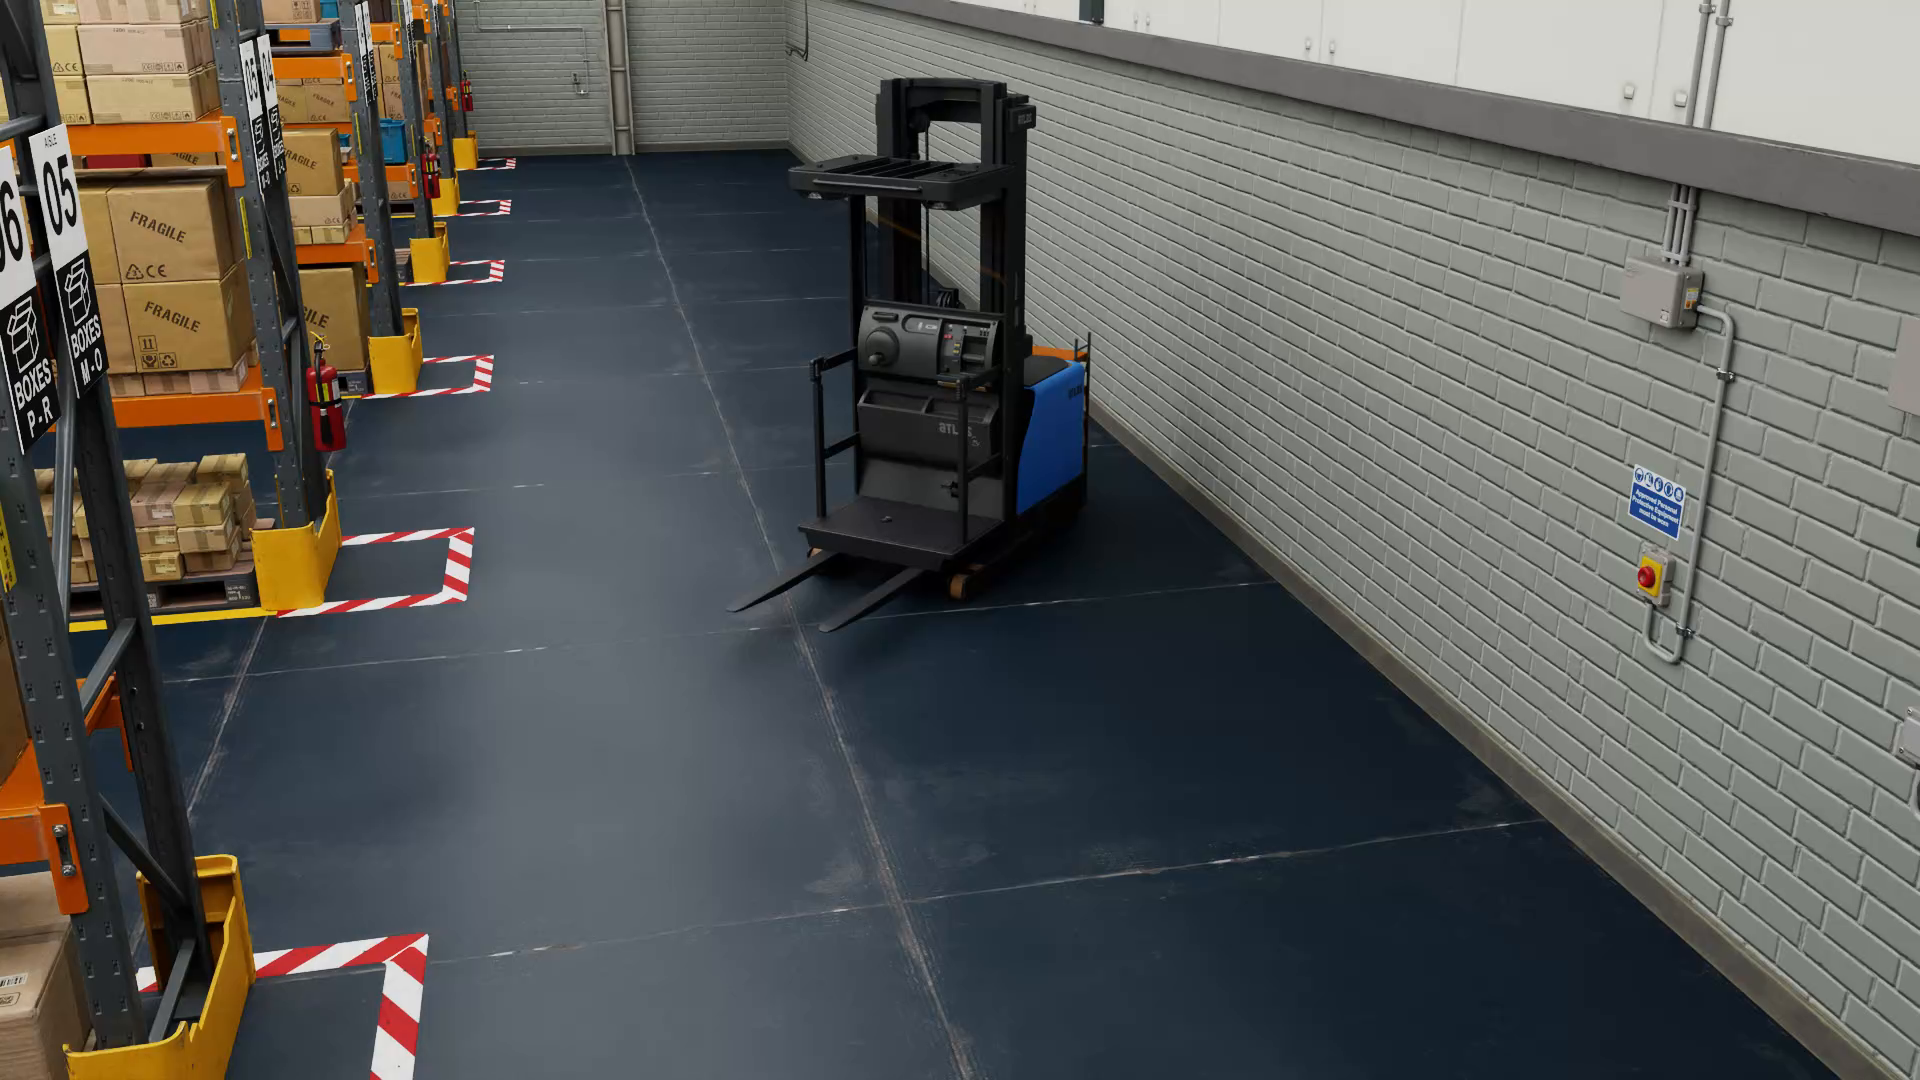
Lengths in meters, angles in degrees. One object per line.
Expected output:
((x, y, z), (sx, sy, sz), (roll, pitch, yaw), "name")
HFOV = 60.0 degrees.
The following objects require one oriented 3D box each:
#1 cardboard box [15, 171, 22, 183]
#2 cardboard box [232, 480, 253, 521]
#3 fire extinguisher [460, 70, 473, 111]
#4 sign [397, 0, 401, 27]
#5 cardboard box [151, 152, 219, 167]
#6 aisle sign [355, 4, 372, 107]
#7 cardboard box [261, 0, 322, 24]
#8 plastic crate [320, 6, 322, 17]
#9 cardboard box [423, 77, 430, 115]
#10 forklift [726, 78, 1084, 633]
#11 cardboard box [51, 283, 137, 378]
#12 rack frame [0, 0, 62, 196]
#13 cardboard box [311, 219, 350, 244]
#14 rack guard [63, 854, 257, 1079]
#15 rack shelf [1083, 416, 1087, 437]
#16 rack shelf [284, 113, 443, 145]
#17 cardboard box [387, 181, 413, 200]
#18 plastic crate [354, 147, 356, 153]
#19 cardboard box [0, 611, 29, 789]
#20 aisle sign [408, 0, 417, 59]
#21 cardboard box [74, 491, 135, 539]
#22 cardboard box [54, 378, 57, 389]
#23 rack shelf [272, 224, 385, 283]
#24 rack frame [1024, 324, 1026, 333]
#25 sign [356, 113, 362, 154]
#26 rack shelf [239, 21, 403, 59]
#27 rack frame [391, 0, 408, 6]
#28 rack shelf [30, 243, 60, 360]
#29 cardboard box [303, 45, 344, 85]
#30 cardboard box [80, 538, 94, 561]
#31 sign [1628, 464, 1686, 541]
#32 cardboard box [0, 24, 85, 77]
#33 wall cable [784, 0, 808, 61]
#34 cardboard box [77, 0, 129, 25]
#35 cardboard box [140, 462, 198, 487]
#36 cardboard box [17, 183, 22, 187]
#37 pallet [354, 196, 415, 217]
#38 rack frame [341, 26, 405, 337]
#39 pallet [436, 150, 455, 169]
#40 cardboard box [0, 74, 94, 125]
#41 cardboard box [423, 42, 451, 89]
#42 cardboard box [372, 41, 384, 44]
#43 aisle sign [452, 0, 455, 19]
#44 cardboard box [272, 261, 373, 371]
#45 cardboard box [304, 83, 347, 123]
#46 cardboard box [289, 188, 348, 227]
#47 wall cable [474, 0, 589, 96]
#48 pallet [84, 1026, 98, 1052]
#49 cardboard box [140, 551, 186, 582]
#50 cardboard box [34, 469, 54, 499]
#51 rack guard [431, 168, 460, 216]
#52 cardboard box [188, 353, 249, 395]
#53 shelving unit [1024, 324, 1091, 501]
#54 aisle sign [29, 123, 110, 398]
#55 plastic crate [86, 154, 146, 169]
((-5.506, -1.832, 9.544), (0.500, 0.500, 0.500), (-5, 21, -14), "cardboard box")
((-4.576, -0.241, 10.334), (0.250, 0.149, 0.380), (-4, 20, -10), "cardboard box")
((-8.217, -7.487, 27.667), (0.183, 0.674, 0.296), (-5, 21, -12), "fire extinguisher")
((-6.047, -5.701, 17.929), (0.005, 0.325, 0.100), (-5, 21, -12), "sign")
((-6.569, -3.258, 14.163), (0.500, 0.500, 0.500), (-5, 21, -14), "cardboard box")
((-4.911, -3.993, 13.694), (0.004, 0.787, 0.394), (-5, 21, -12), "aisle sign")
((-5.544, -4.507, 13.616), (0.500, 0.500, 0.700), (-6, 21, -16), "cardboard box")
((-7.084, -5.660, 17.973), (0.336, 0.188, 0.450), (-5, 21, -12), "plastic crate")
((-7.818, -6.283, 23.581), (0.500, 0.500, 0.500), (-4, 21, -11), "cardboard box")
((-0.296, -1.185, 9.909), (1.130, 2.935, 3.031), (10, 23, 26), "forklift")
((-4.888, -1.225, 9.339), (0.500, 0.500, 0.500), (-5, 21, -13), "cardboard box")
((-2.770, -2.367, 4.313), (0.127, 3.000, 1.000), (-5, 21, -12), "rack frame")
((-5.321, -2.611, 14.065), (0.250, 0.149, 0.380), (-4, 21, -11), "cardboard box")
((-2.746, 1.622, 5.780), (0.348, 0.500, 1.175), (-5, 21, -12), "rack guard")
((0.613, -0.791, 11.544), (0.480, 0.148, 0.258), (10, 23, 26), "rack shelf")
((-9.272, -5.687, 23.145), (4.000, 0.370, 1.077), (-5, 21, -12), "rack shelf")
((-7.798, -5.091, 23.465), (0.500, 0.500, 0.500), (-5, 21, -12), "cardboard box")
((-6.837, -4.522, 19.215), (0.298, 0.136, 0.250), (-5, 21, -12), "plastic crate")
((-3.178, 0.530, 4.981), (0.500, 0.500, 0.500), (-5, 21, -12), "cardboard box")
((-6.188, -5.851, 18.766), (0.004, 0.787, 0.394), (-5, 21, -12), "aisle sign")
((-4.944, -0.146, 9.642), (0.250, 0.149, 0.380), (-5, 21, -14), "cardboard box")
((-4.994, -0.900, 9.397), (0.250, 0.149, 0.380), (-4, 21, -11), "cardboard box")
((-6.996, -2.371, 14.092), (4.000, 0.370, 1.077), (-5, 21, -12), "rack shelf")
((0.398, -0.893, 11.629), (0.015, 1.200, 0.240), (10, 23, 26), "rack frame")
((-4.939, -3.339, 13.661), (0.005, 0.325, 0.100), (-5, 21, -12), "sign")
((-8.136, -5.437, 18.102), (4.000, 0.370, 1.077), (-5, 21, -12), "rack shelf")
((-6.190, -7.342, 17.894), (0.127, 3.000, 1.000), (-5, 21, -12), "rack frame")
((-4.716, -0.462, 4.520), (4.000, 0.370, 1.077), (-5, 21, -12), "rack shelf")
((-8.691, -6.490, 22.690), (0.500, 0.500, 0.500), (-4, 21, -11), "cardboard box")
((-4.960, -0.018, 9.724), (0.250, 0.149, 0.380), (-6, 21, -15), "cardboard box")
((2.761, -0.152, 6.595), (0.001, 0.218, 0.327), (-5, 21, -12), "sign")
((-4.894, -2.609, 8.826), (0.500, 0.250, 0.500), (-5, 21, -14), "cardboard box")
((-2.883, -9.528, 28.377), (0.112, 2.526, 3.097), (-5, 21, -12), "wall cable")
((-4.521, -2.840, 8.878), (0.250, 0.149, 0.380), (-4, 21, -12), "cardboard box")
((-4.836, -0.347, 10.190), (0.250, 0.149, 0.380), (-4, 21, -11), "cardboard box")
((-5.392, -1.651, 9.049), (0.500, 0.500, 0.500), (-4, 20, -10), "cardboard box")
((-8.176, -4.804, 23.743), (1.213, 0.211, 1.003), (-5, 21, -12), "pallet")
((-5.050, -2.867, 14.400), (0.127, 3.000, 1.000), (-5, 21, -12), "rack frame")
((-9.230, -6.442, 28.214), (1.213, 0.211, 1.003), (-5, 21, -12), "pallet")
((-4.884, -2.369, 8.899), (0.500, 0.250, 0.500), (-5, 21, -12), "cardboard box")
((-8.964, -7.938, 27.808), (0.700, 0.700, 0.980), (-4, 20, -10), "cardboard box")
((-8.325, -6.709, 23.289), (0.500, 0.500, 0.500), (-4, 21, -12), "cardboard box")
((-8.330, -8.967, 27.273), (0.004, 0.787, 0.394), (-5, 21, -12), "aisle sign")
((-5.654, -1.989, 14.482), (0.875, 0.875, 0.875), (-5, 21, -12), "cardboard box")
((-8.690, -6.024, 22.872), (0.500, 0.500, 0.500), (-4, 21, -12), "cardboard box")
((-5.461, -2.809, 14.028), (0.500, 0.250, 0.500), (-5, 21, -13), "cardboard box")
((-7.441, -8.736, 28.945), (1.851, 1.984, 0.084), (-5, 21, -12), "wall cable")
((-3.530, 1.849, 5.580), (1.213, 0.211, 1.003), (-5, 21, -12), "pallet")
((-4.698, 0.108, 9.812), (0.250, 0.149, 0.380), (-4, 20, -11), "cardboard box")
((-5.605, -0.304, 10.072), (0.250, 0.149, 0.380), (-4, 20, -10), "cardboard box")
((-7.400, -5.003, 23.867), (0.348, 0.500, 1.175), (-5, 21, -12), "rack guard")
((-4.259, -0.960, 9.560), (0.250, 0.149, 0.380), (-5, 21, -12), "cardboard box")
((0.613, -0.854, 11.521), (0.503, 1.200, 0.258), (10, 23, 26), "shelving unit")
((-2.766, -0.873, 5.178), (0.004, 0.787, 0.394), (-5, 21, -12), "aisle sign")
((-9.156, -4.253, 18.004), (0.583, 0.464, 0.402), (-5, 21, -12), "plastic crate")
